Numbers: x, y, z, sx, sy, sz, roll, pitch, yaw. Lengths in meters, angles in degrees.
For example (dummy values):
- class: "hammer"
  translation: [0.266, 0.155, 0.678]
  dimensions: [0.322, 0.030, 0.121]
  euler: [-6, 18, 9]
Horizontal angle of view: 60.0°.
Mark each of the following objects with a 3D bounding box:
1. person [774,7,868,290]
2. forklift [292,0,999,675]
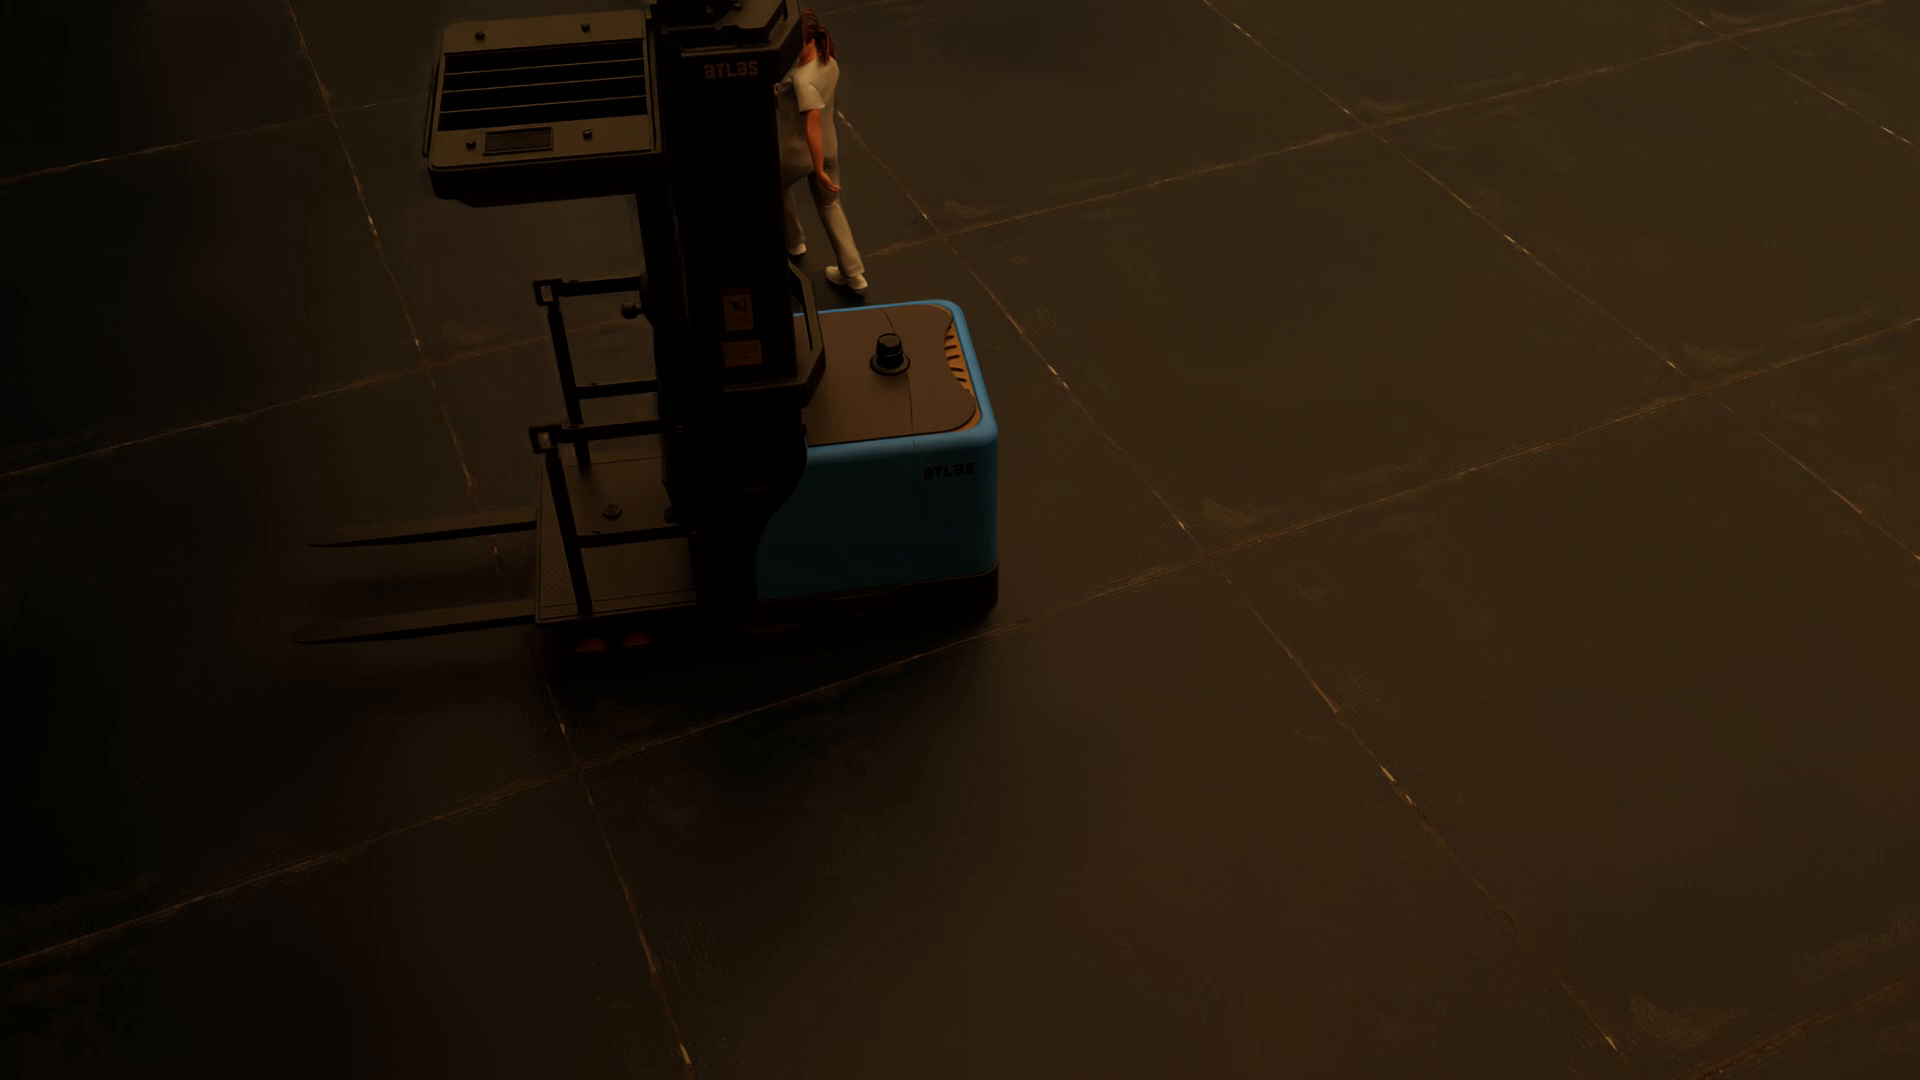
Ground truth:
- class: "person"
  translation: [-0.835, -2.112, 8.956]
  dimensions: [0.886, 1.604, 0.461]
  euler: [34, 53, 31]
- class: "forklift"
  translation: [-1.396, -0.878, 6.621]
  dimensions: [3.031, 2.935, 1.130]
  euler: [-7, 43, -7]
